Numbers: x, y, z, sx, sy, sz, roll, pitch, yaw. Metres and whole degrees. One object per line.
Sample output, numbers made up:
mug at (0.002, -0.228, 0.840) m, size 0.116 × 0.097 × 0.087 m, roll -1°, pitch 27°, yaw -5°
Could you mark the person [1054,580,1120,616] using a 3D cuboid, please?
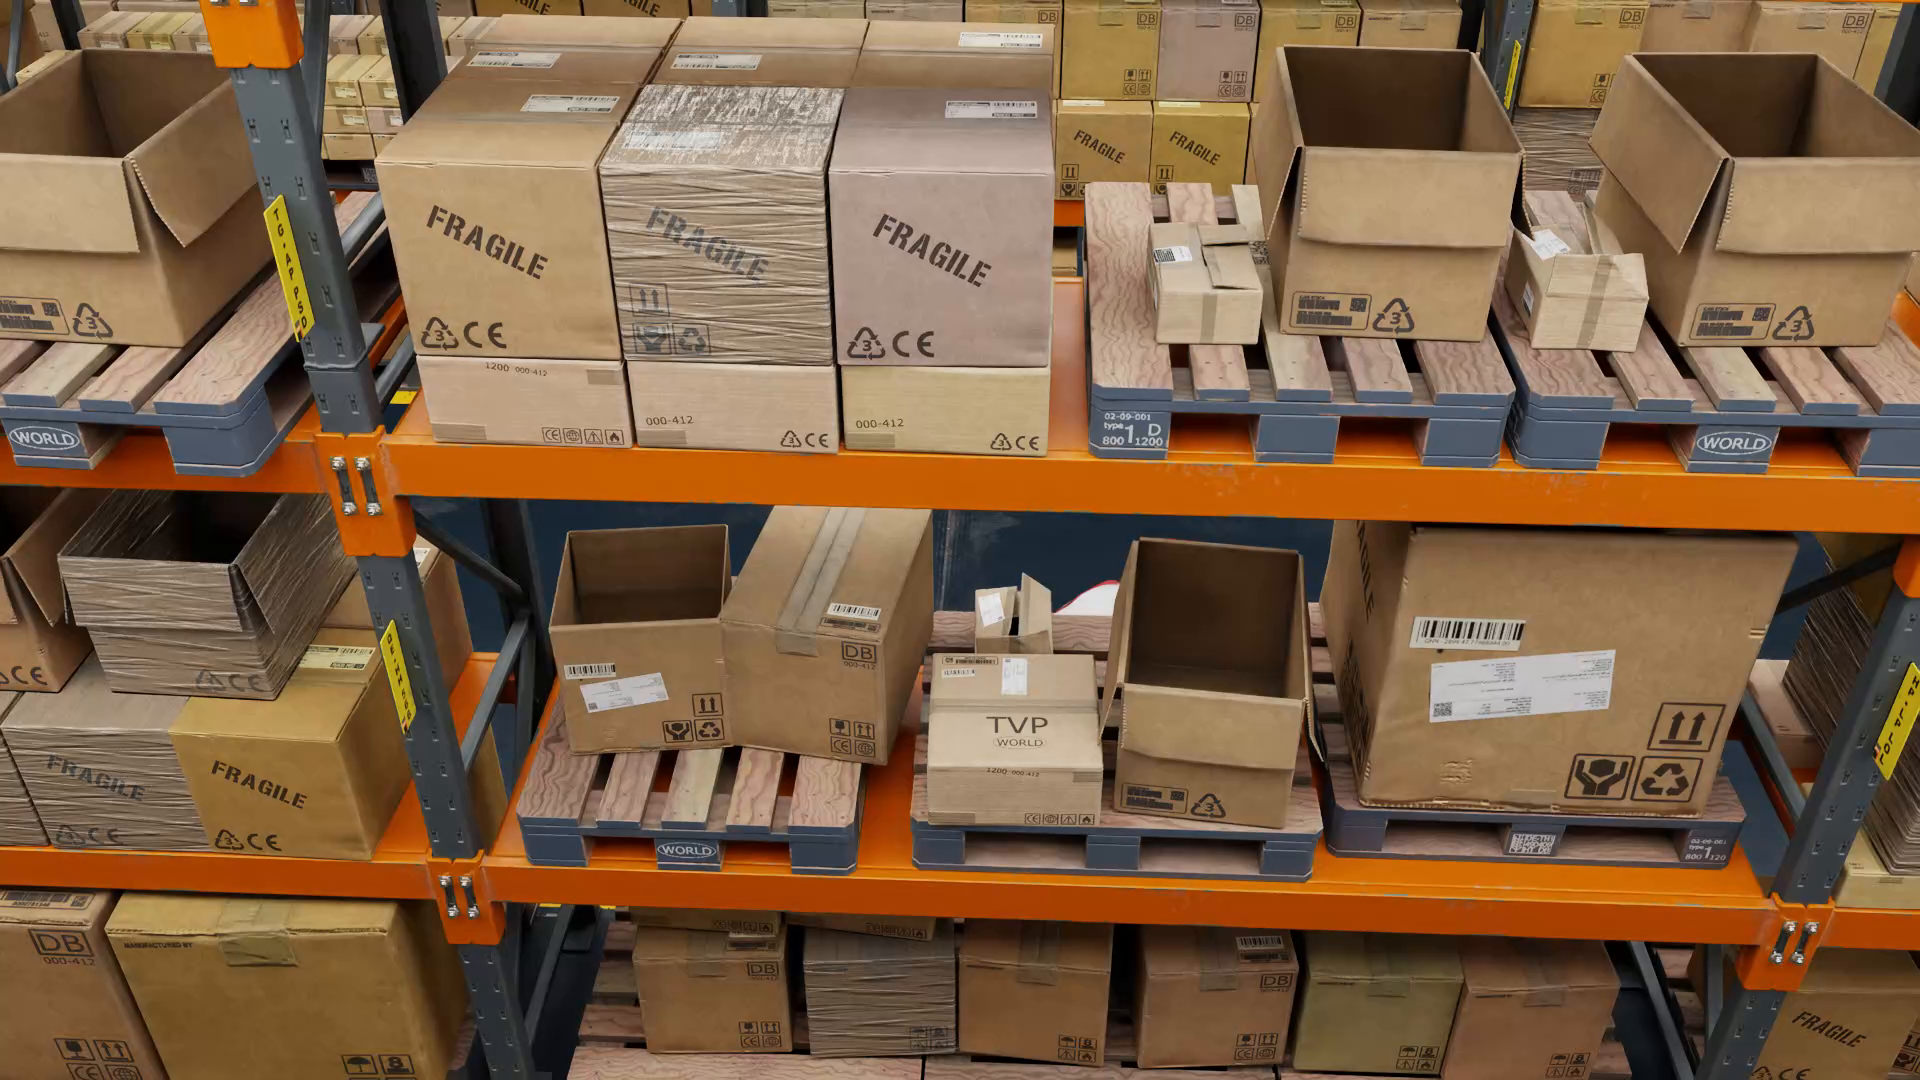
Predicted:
person at (0.587, 0.578, 6.974) m, size 0.888 × 0.995 × 0.573 m, roll 1°, pitch 35°, yaw 2°
